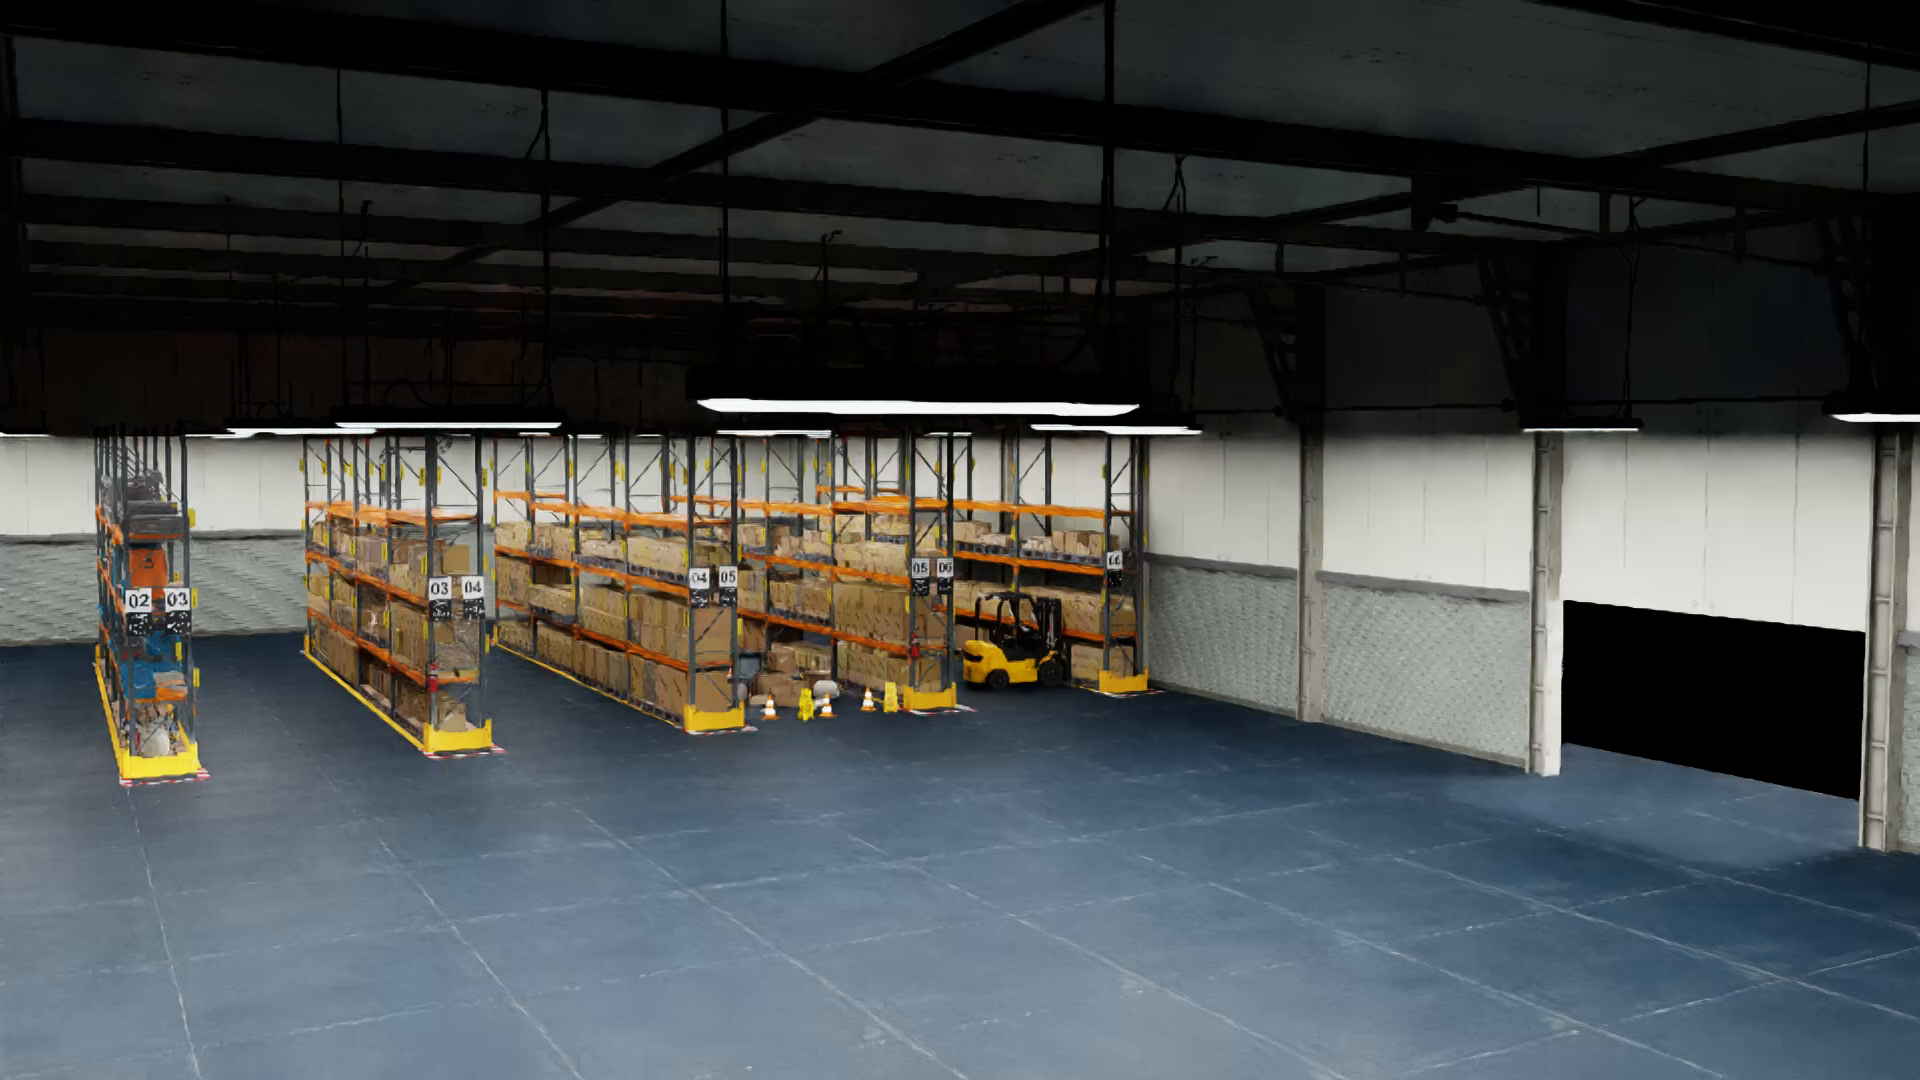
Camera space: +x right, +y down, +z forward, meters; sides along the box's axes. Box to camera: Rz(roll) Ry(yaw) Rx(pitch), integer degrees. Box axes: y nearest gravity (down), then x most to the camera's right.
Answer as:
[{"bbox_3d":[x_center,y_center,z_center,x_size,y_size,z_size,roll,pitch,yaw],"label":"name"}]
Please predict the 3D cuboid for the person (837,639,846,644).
[{"bbox_3d":[-3.144,2.078,46.161,0.580,1.666,0.571,0,3,-7],"label":"person"}]
